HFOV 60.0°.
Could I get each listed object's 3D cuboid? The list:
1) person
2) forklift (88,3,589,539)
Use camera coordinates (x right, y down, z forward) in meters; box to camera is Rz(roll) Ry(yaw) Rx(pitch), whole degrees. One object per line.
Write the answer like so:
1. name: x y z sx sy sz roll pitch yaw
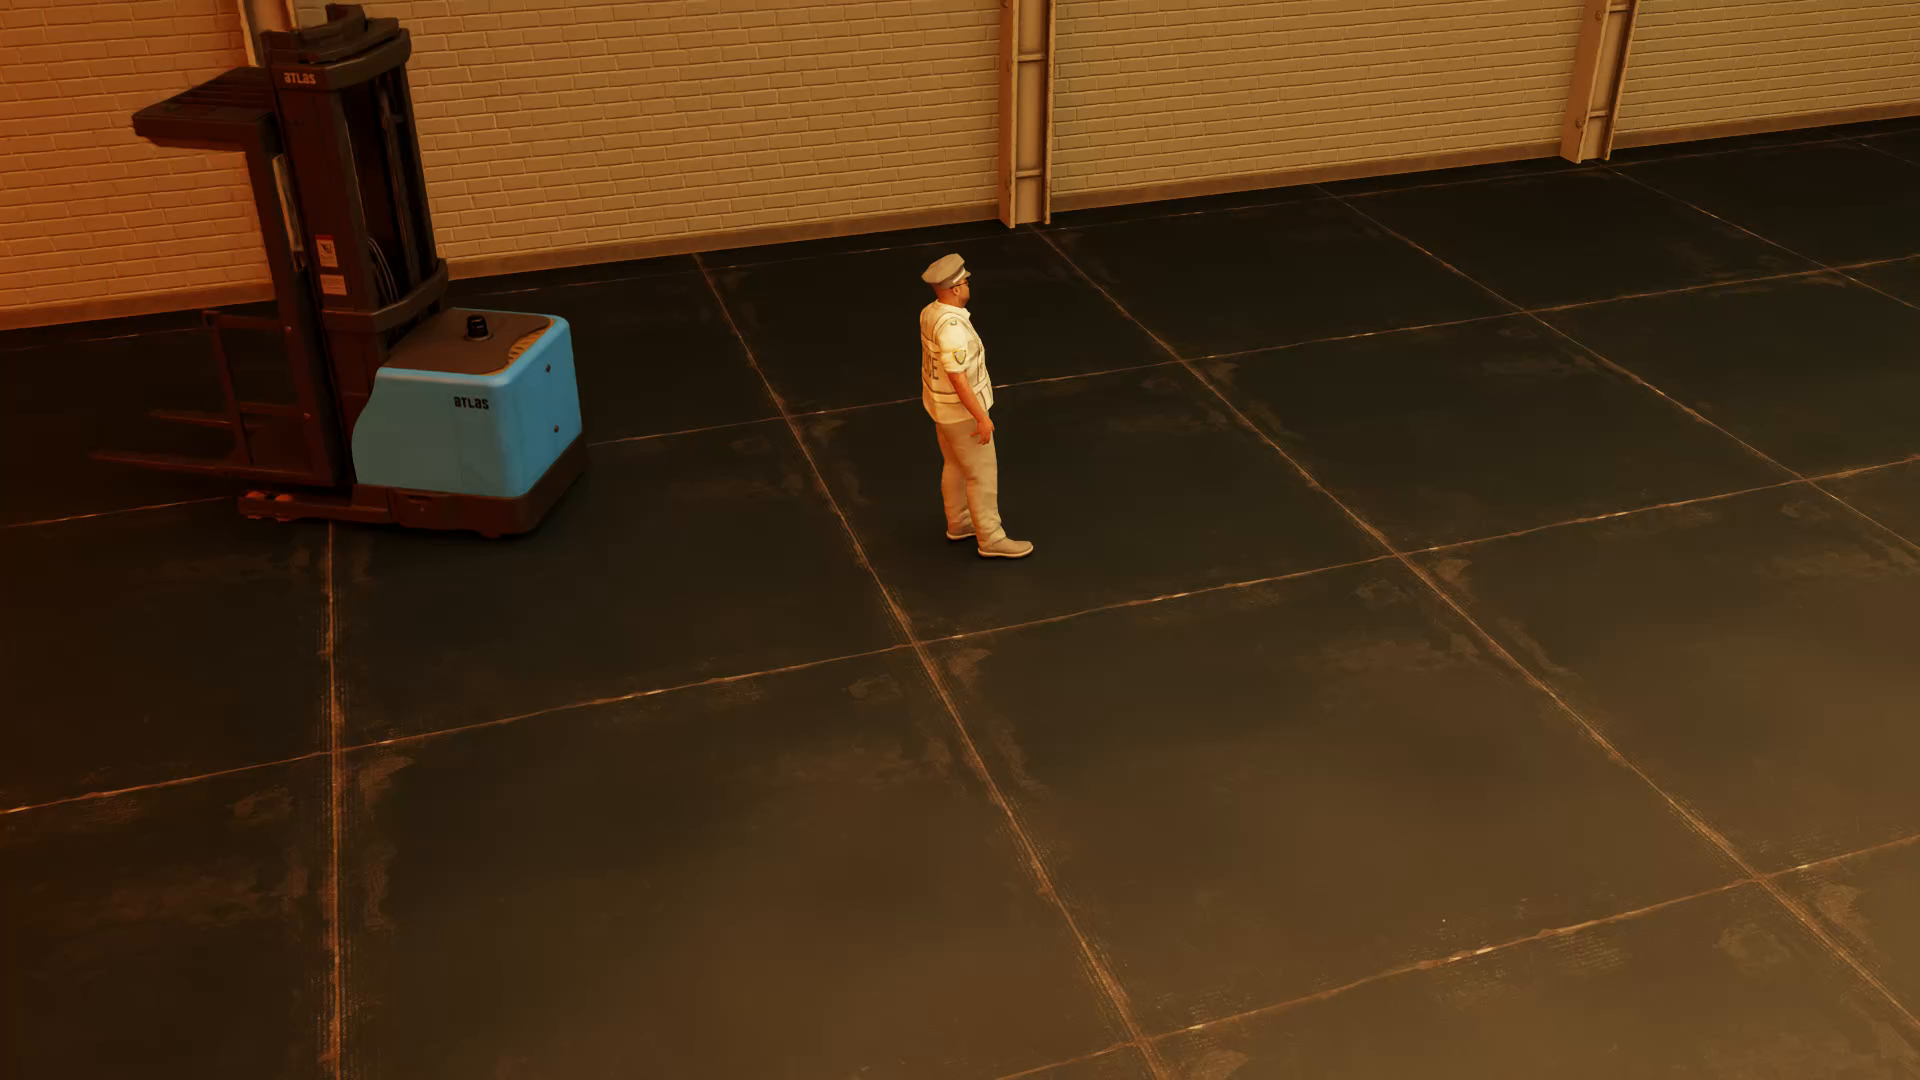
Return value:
1. person: 0.078 -0.786 9.590 0.574 1.780 0.641 -10 31 -16
2. forklift: -3.968 -1.633 9.925 3.031 2.935 1.130 6 30 9
